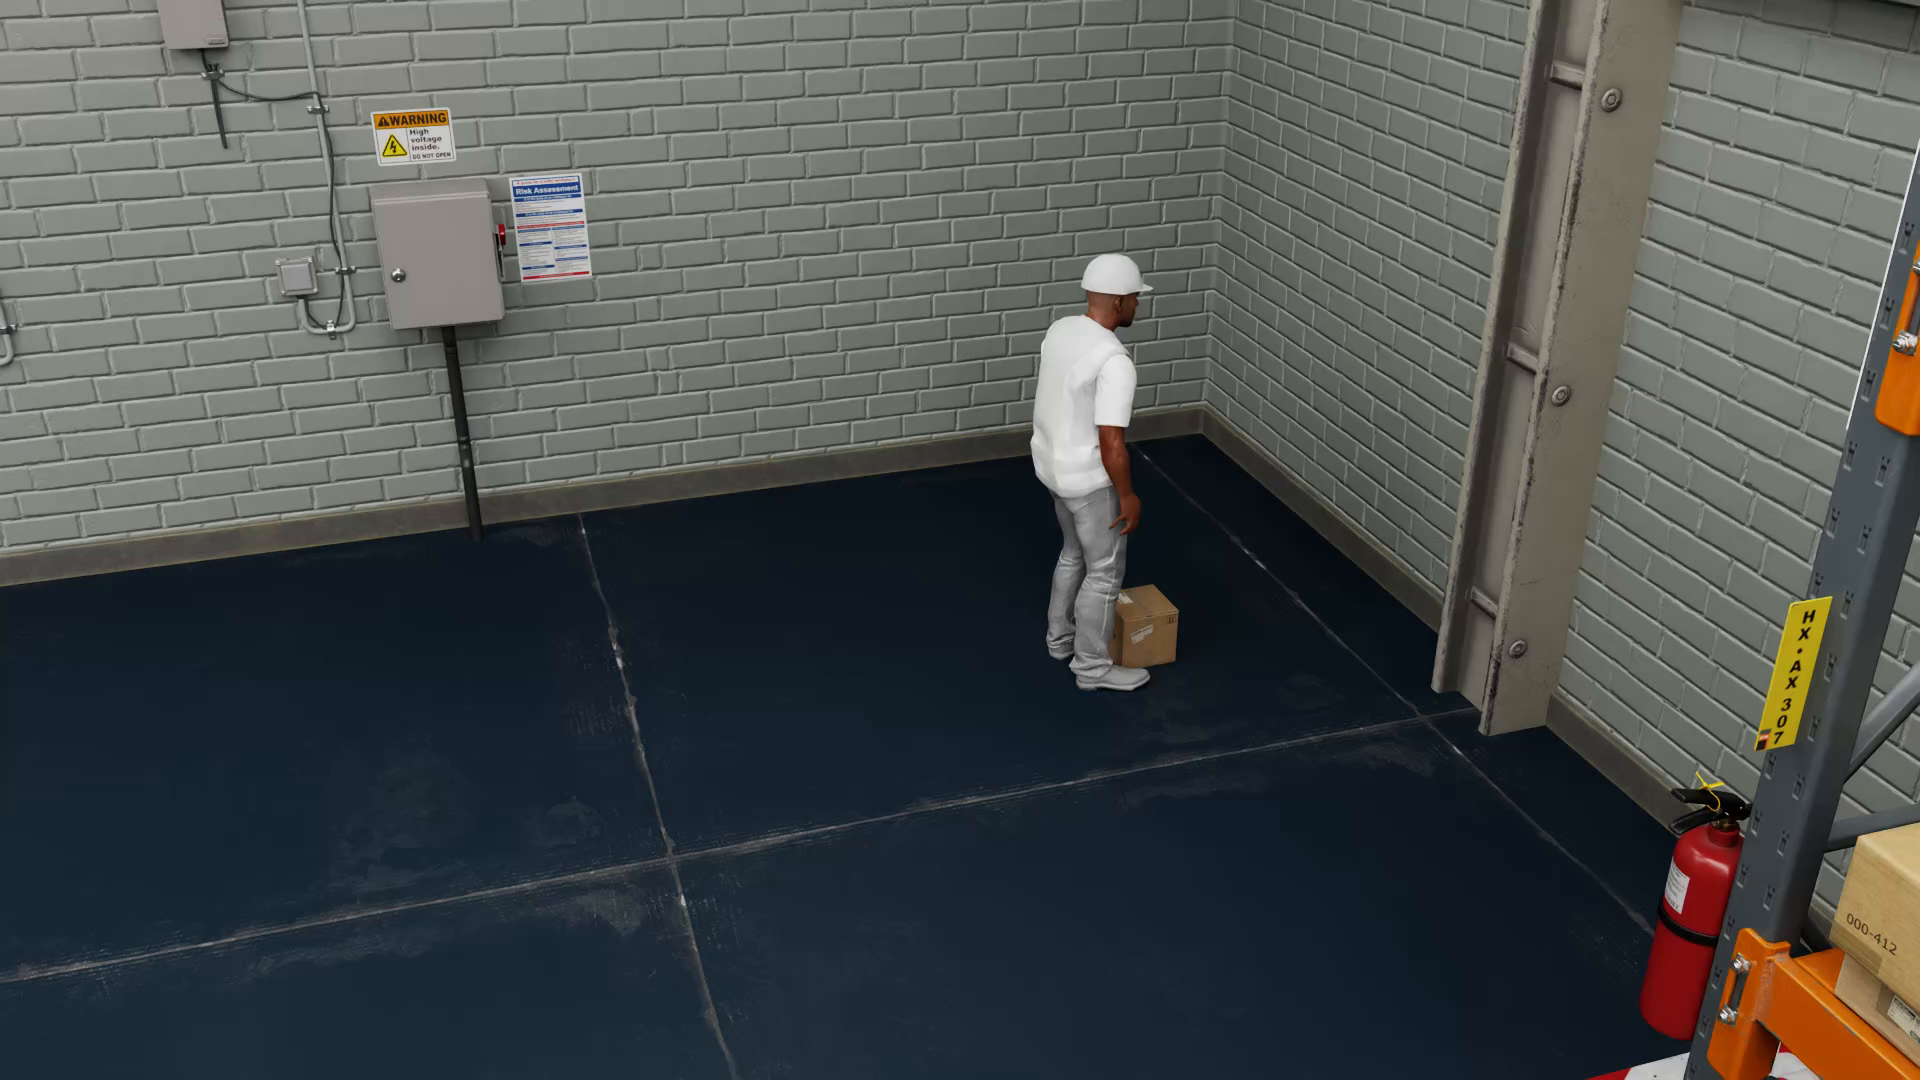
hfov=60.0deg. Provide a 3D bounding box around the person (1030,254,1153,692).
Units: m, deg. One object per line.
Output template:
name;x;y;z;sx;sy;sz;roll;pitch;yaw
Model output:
person;0.532;-0.273;6.650;0.462;1.759;0.632;-10;28;-19
